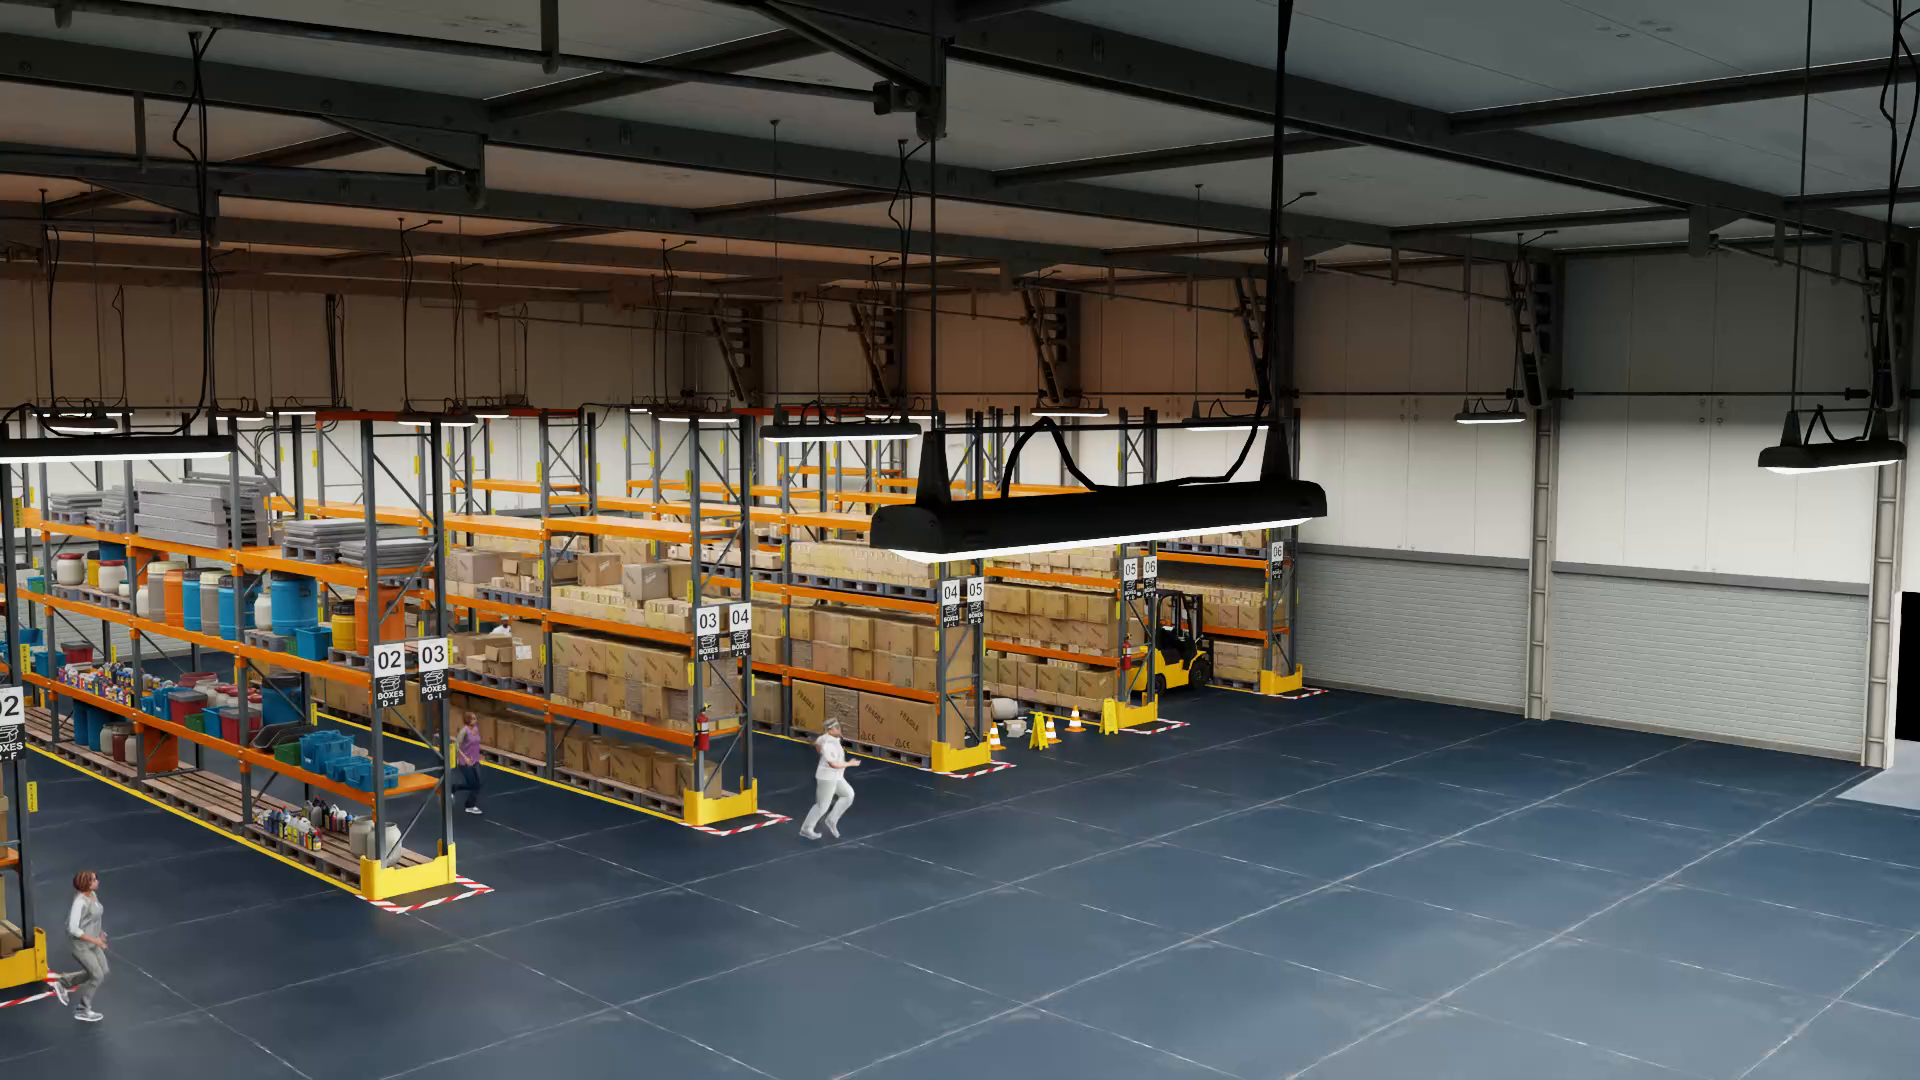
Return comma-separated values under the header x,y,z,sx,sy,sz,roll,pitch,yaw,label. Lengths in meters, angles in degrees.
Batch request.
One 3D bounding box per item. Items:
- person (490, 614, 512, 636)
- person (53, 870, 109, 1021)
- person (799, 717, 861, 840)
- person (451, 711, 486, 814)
x,y,z,sx,sy,sz,roll,pitch,yaw,label
-9.533,2.407,34.853,0.545,1.753,0.748,-5,7,-45,person
-8.865,4.088,16.752,0.579,1.554,0.525,-1,5,-12,person
-1.829,3.365,23.554,0.872,1.771,0.677,0,5,4,person
-7.470,3.346,25.078,0.598,1.554,0.522,2,5,20,person
